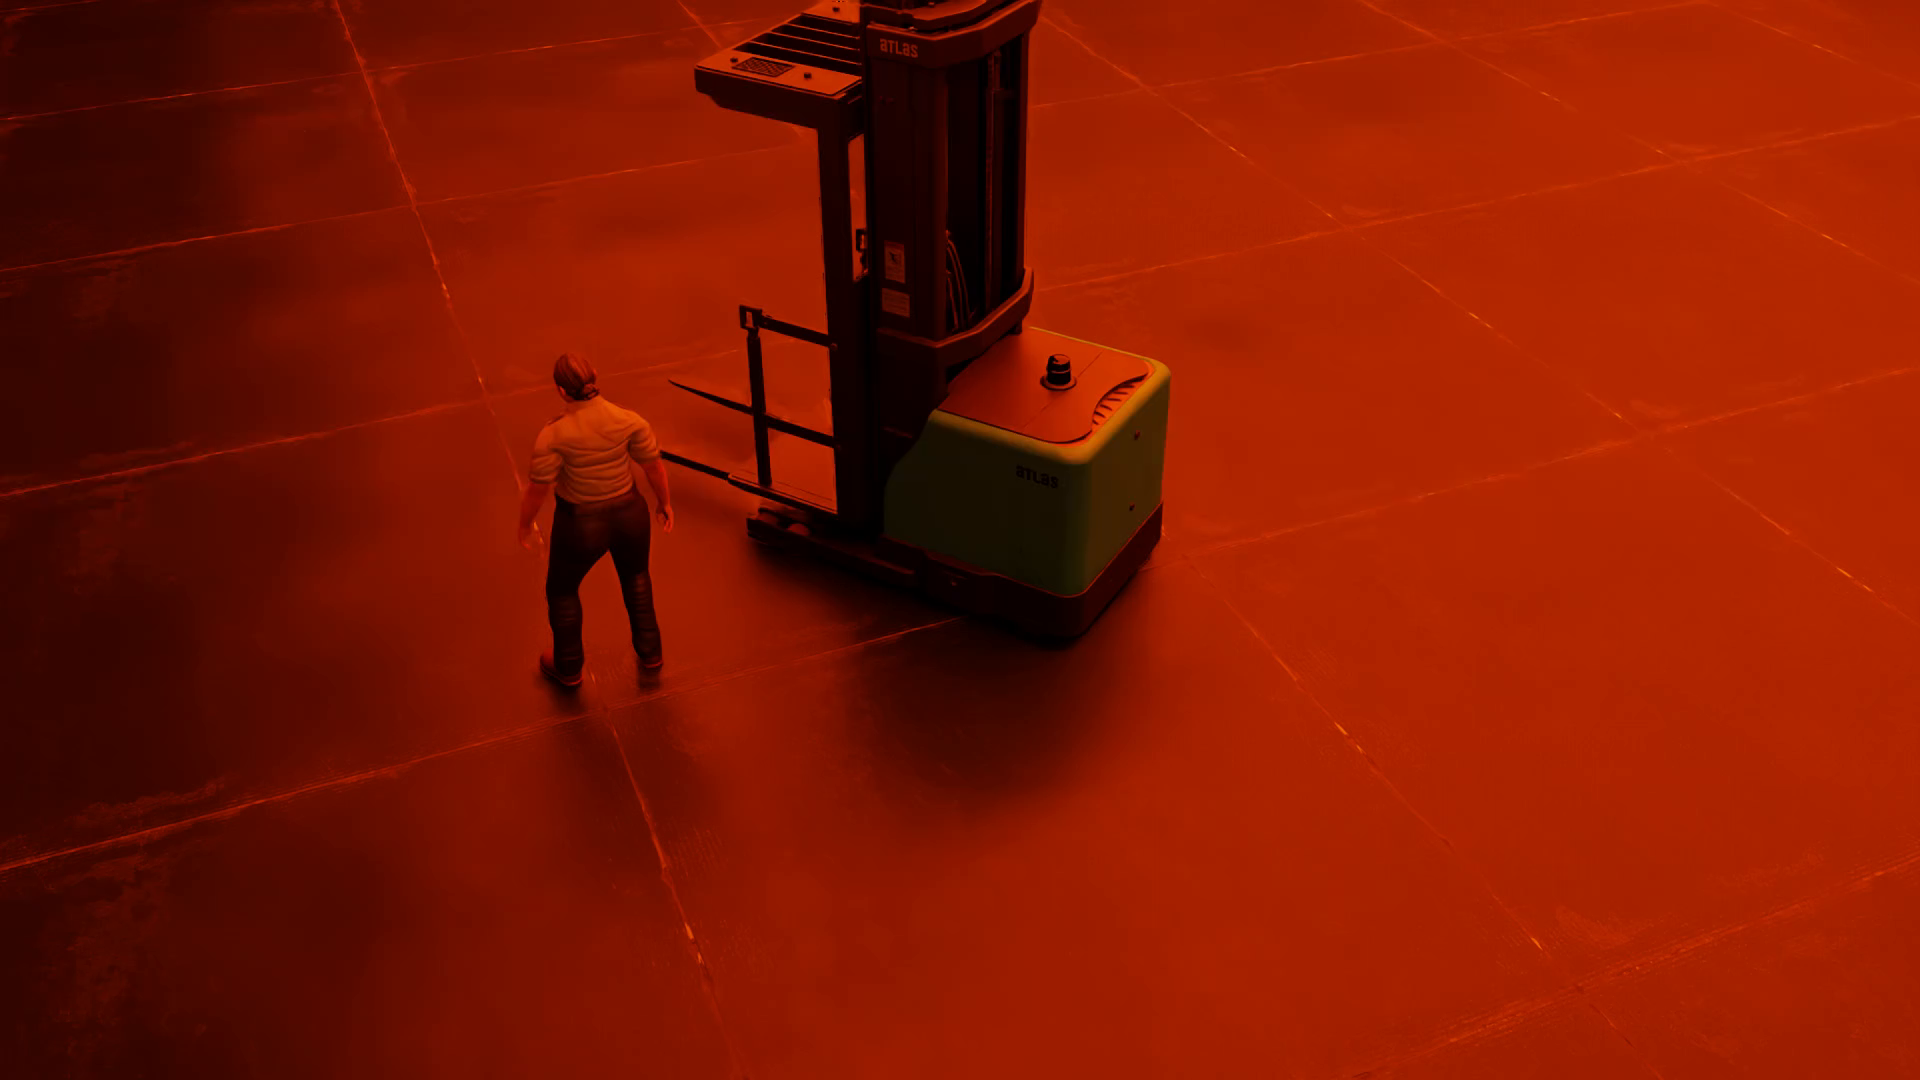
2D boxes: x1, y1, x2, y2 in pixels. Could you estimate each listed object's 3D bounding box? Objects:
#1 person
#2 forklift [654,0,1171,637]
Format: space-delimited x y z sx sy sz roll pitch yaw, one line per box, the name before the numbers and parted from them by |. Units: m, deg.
person | -1.609 -0.095 7.355 0.675 1.634 0.394 -18 39 -23
forklift | -0.508 -1.356 8.006 3.031 2.935 1.130 19 39 24
